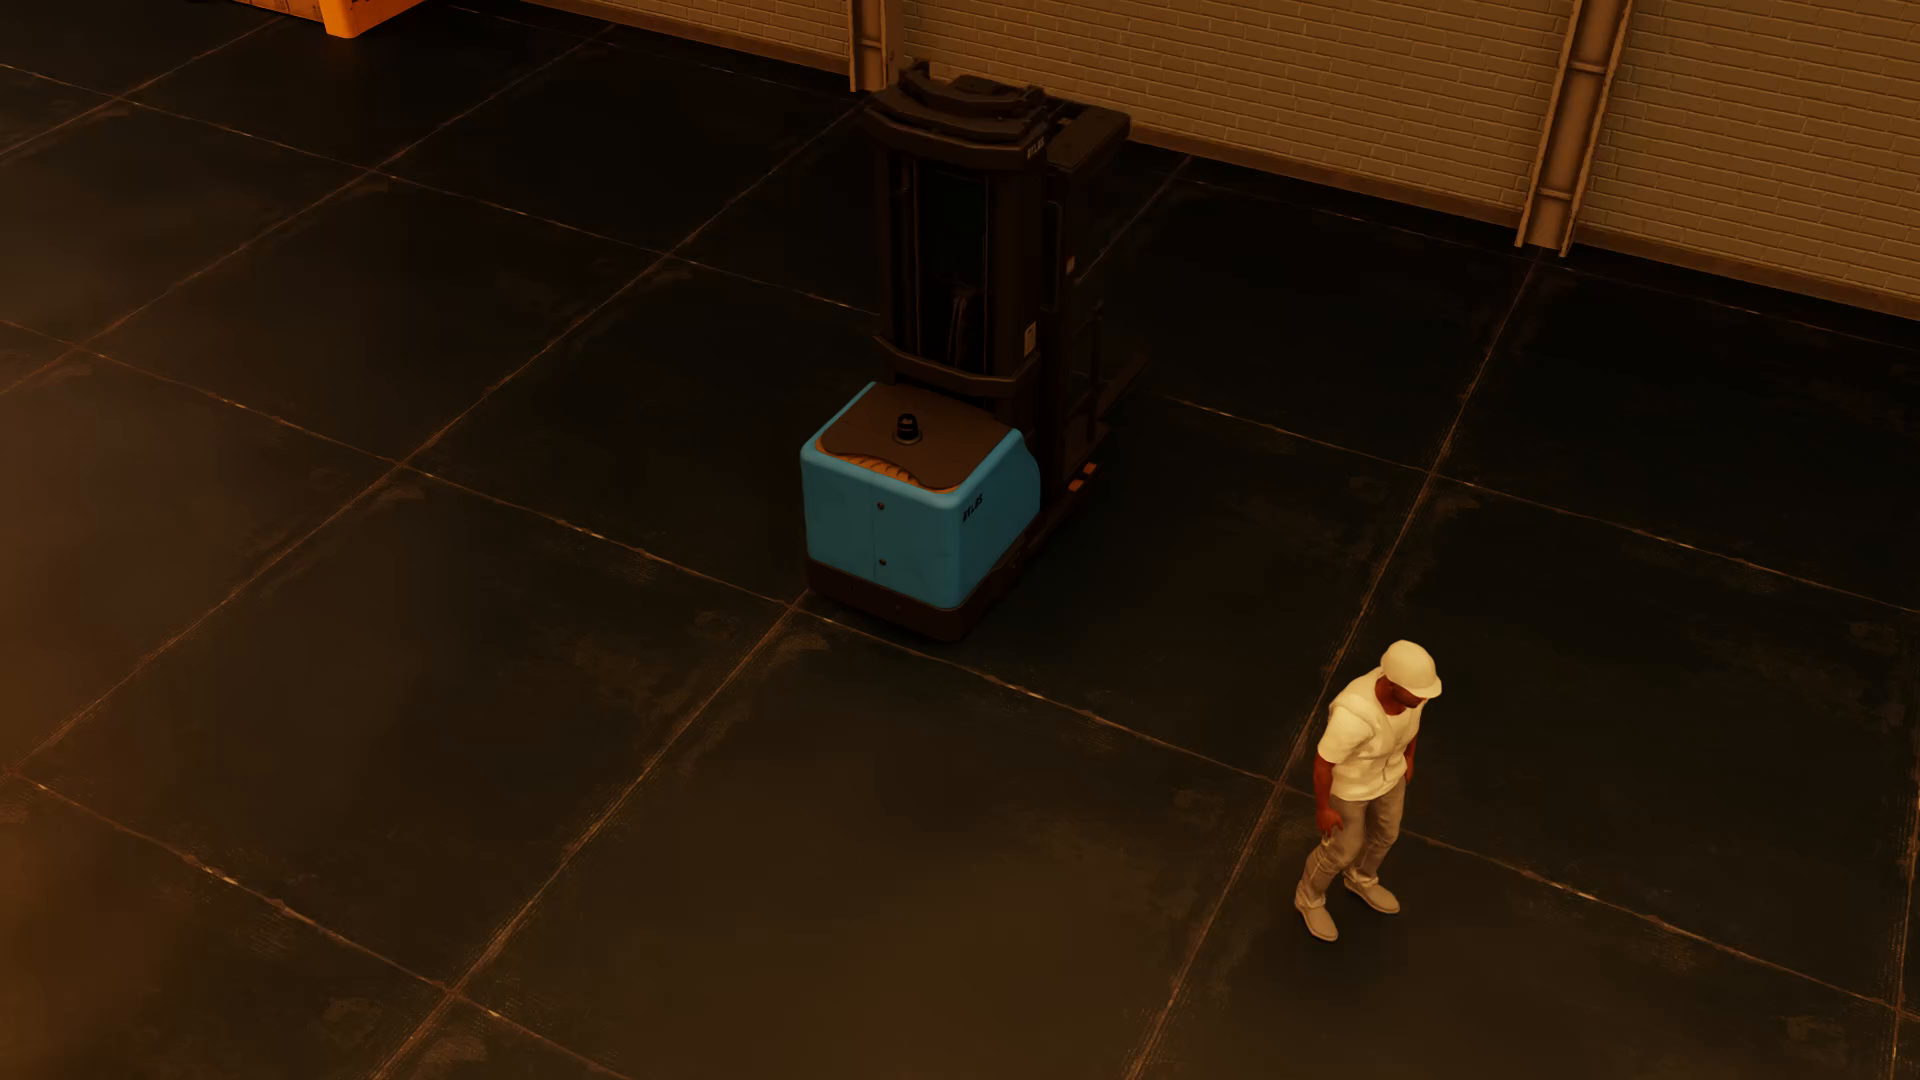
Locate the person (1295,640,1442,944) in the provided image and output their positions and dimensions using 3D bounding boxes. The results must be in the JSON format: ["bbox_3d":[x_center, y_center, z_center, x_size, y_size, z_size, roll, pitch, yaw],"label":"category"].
[{"bbox_3d":[1.866,1.104,7.589,0.610,1.759,0.451,-23,45,-25],"label":"person"}]

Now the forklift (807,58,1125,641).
[{"bbox_3d":[0.210,-1.493,9.760,1.130,2.935,3.031,16,43,19],"label":"forklift"}]
